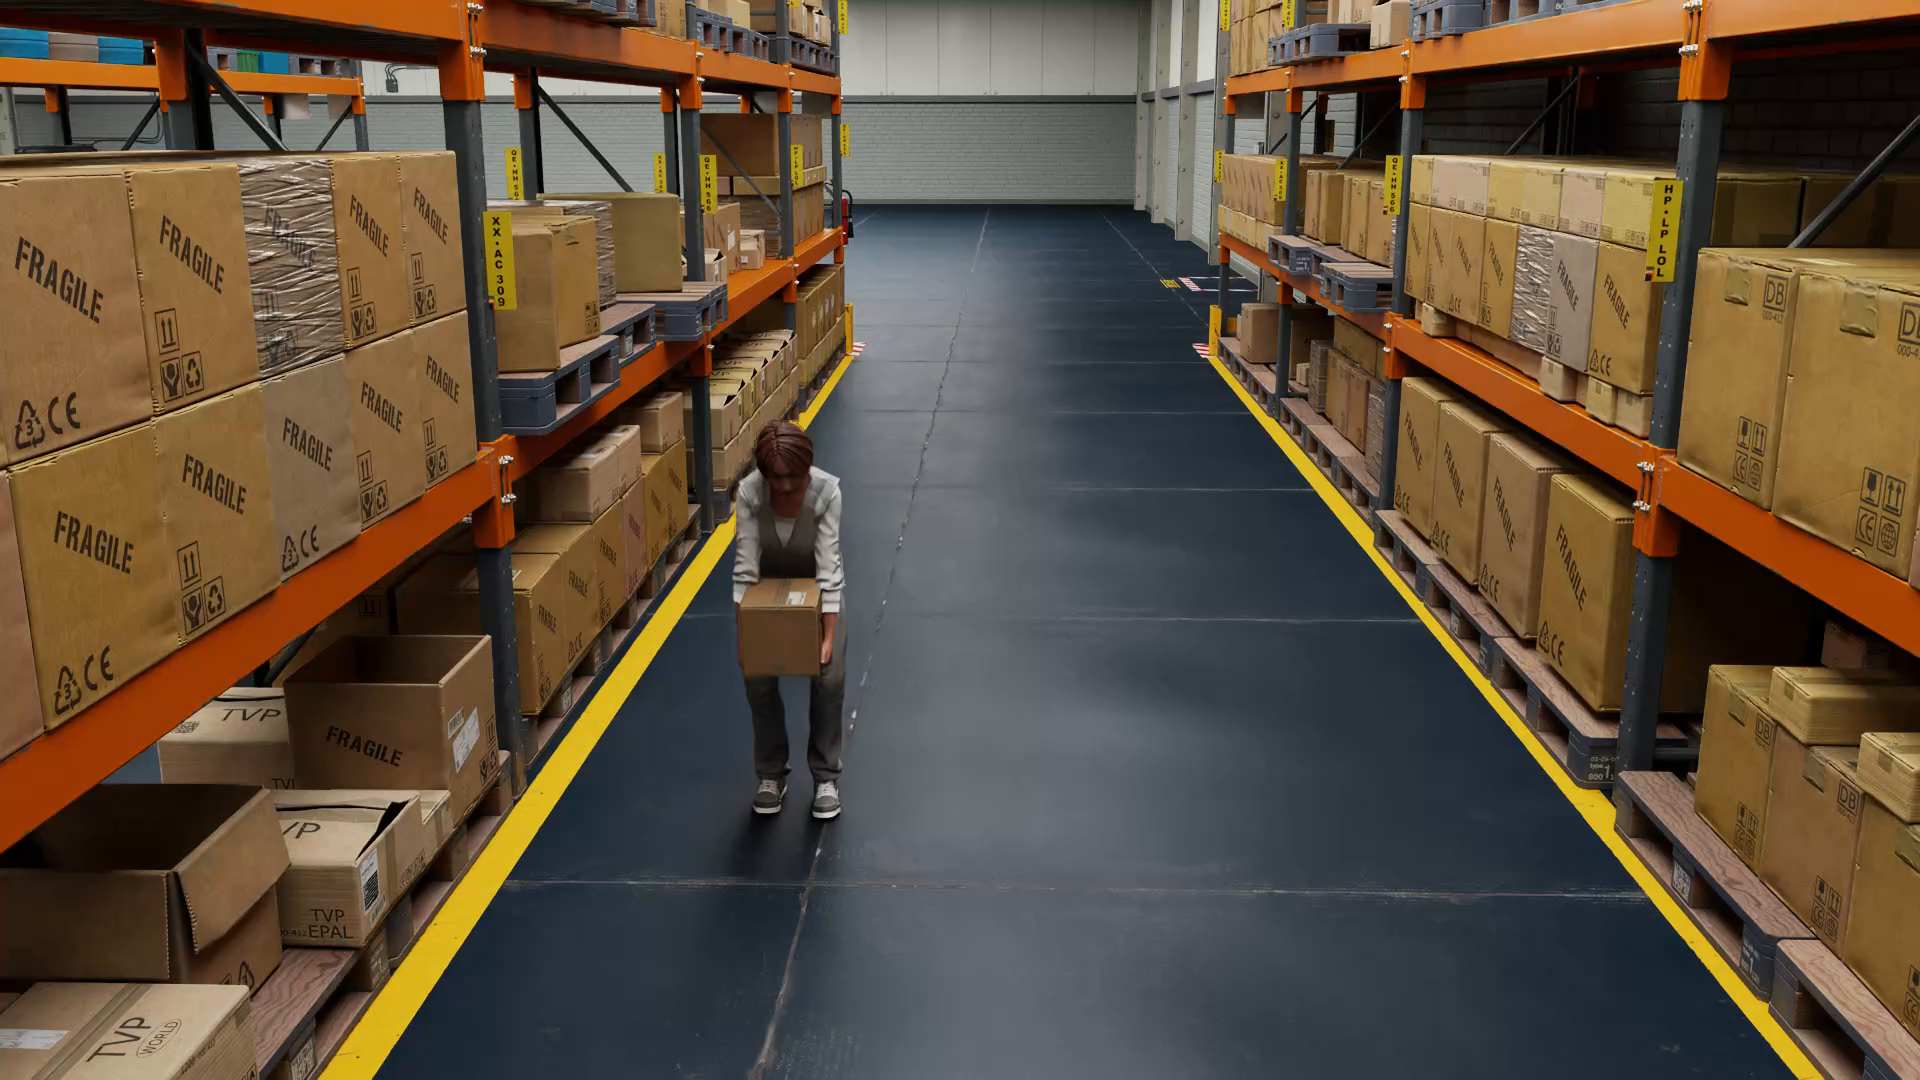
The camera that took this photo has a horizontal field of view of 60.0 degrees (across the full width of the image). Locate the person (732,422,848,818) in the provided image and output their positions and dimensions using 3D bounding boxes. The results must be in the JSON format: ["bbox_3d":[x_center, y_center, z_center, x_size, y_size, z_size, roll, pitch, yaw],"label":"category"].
[{"bbox_3d":[-0.581,0.284,5.725,0.378,1.443,0.647,0,14,0],"label":"person"}]
